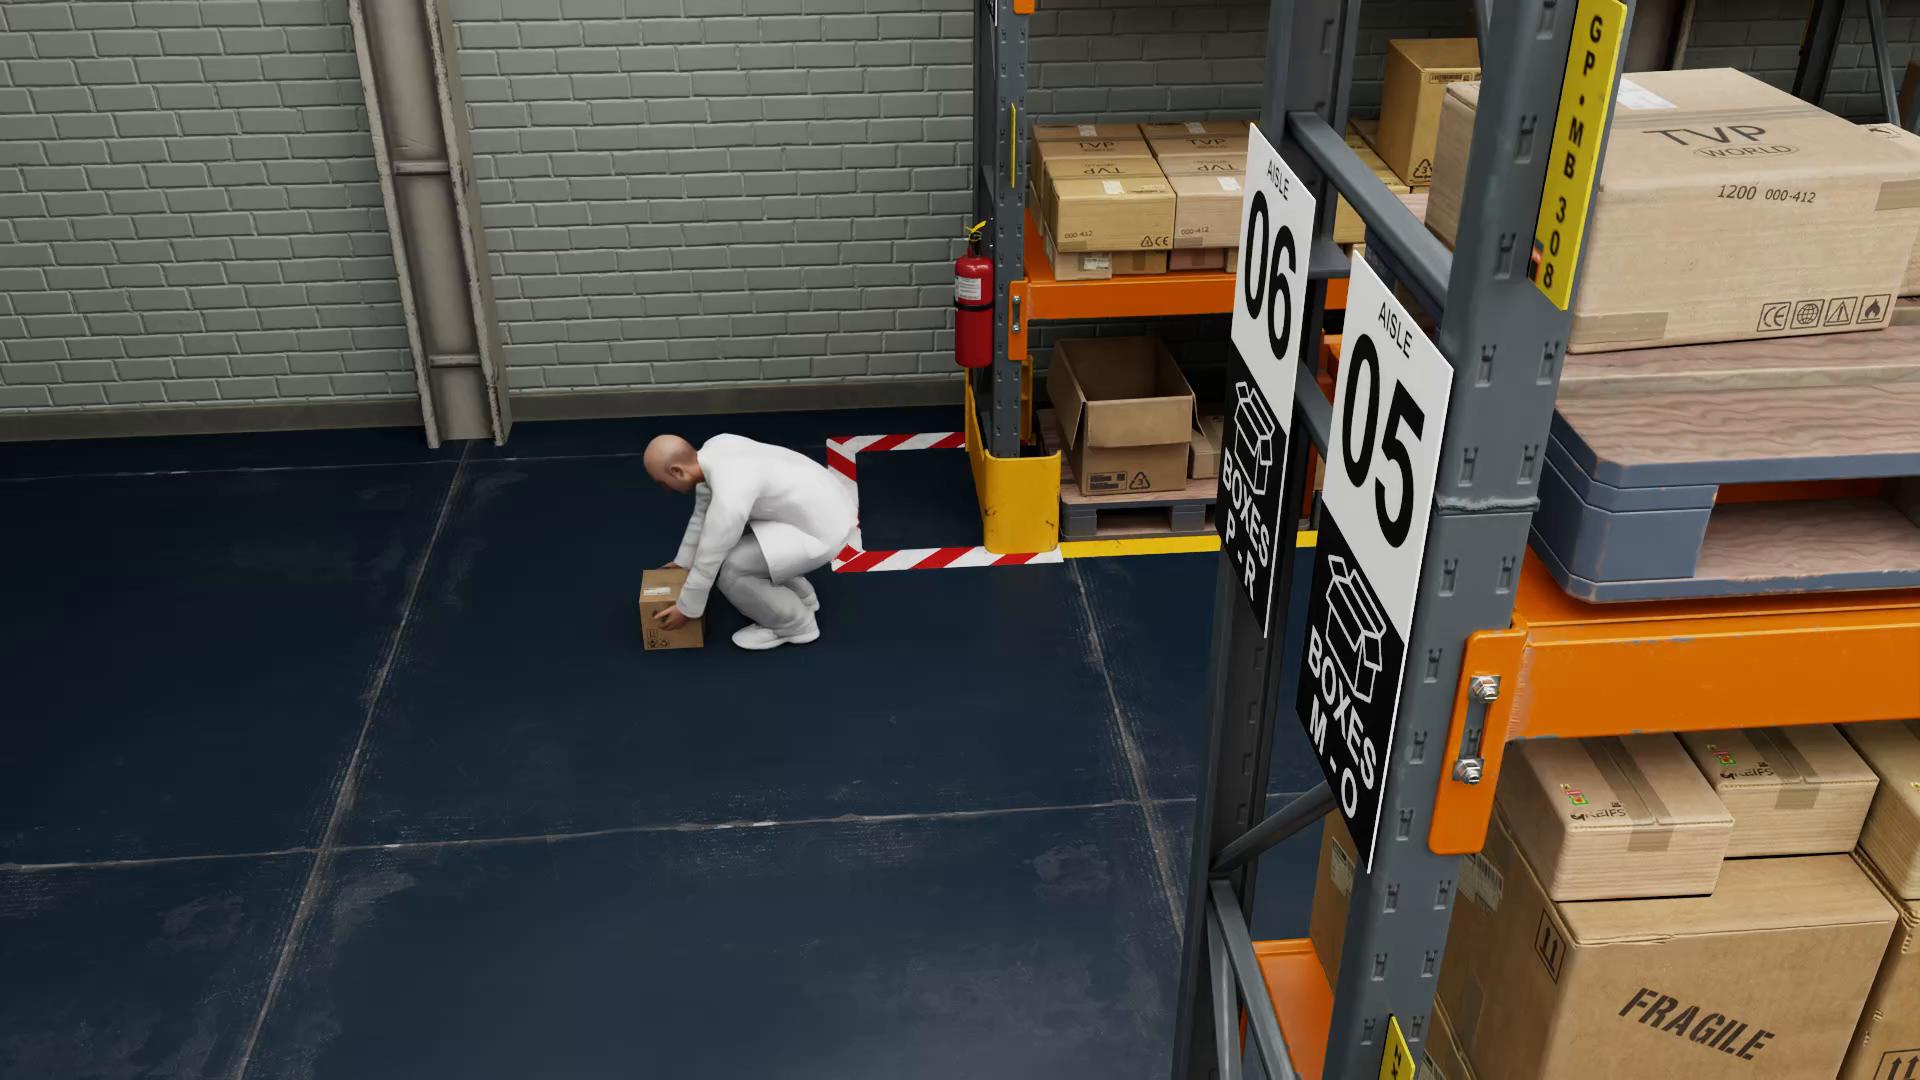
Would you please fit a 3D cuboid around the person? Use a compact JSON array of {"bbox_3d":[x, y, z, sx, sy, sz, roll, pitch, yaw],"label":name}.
[{"bbox_3d":[-0.870,-0.031,6.980,0.893,0.981,0.608,-3,31,-5],"label":"person"}]
